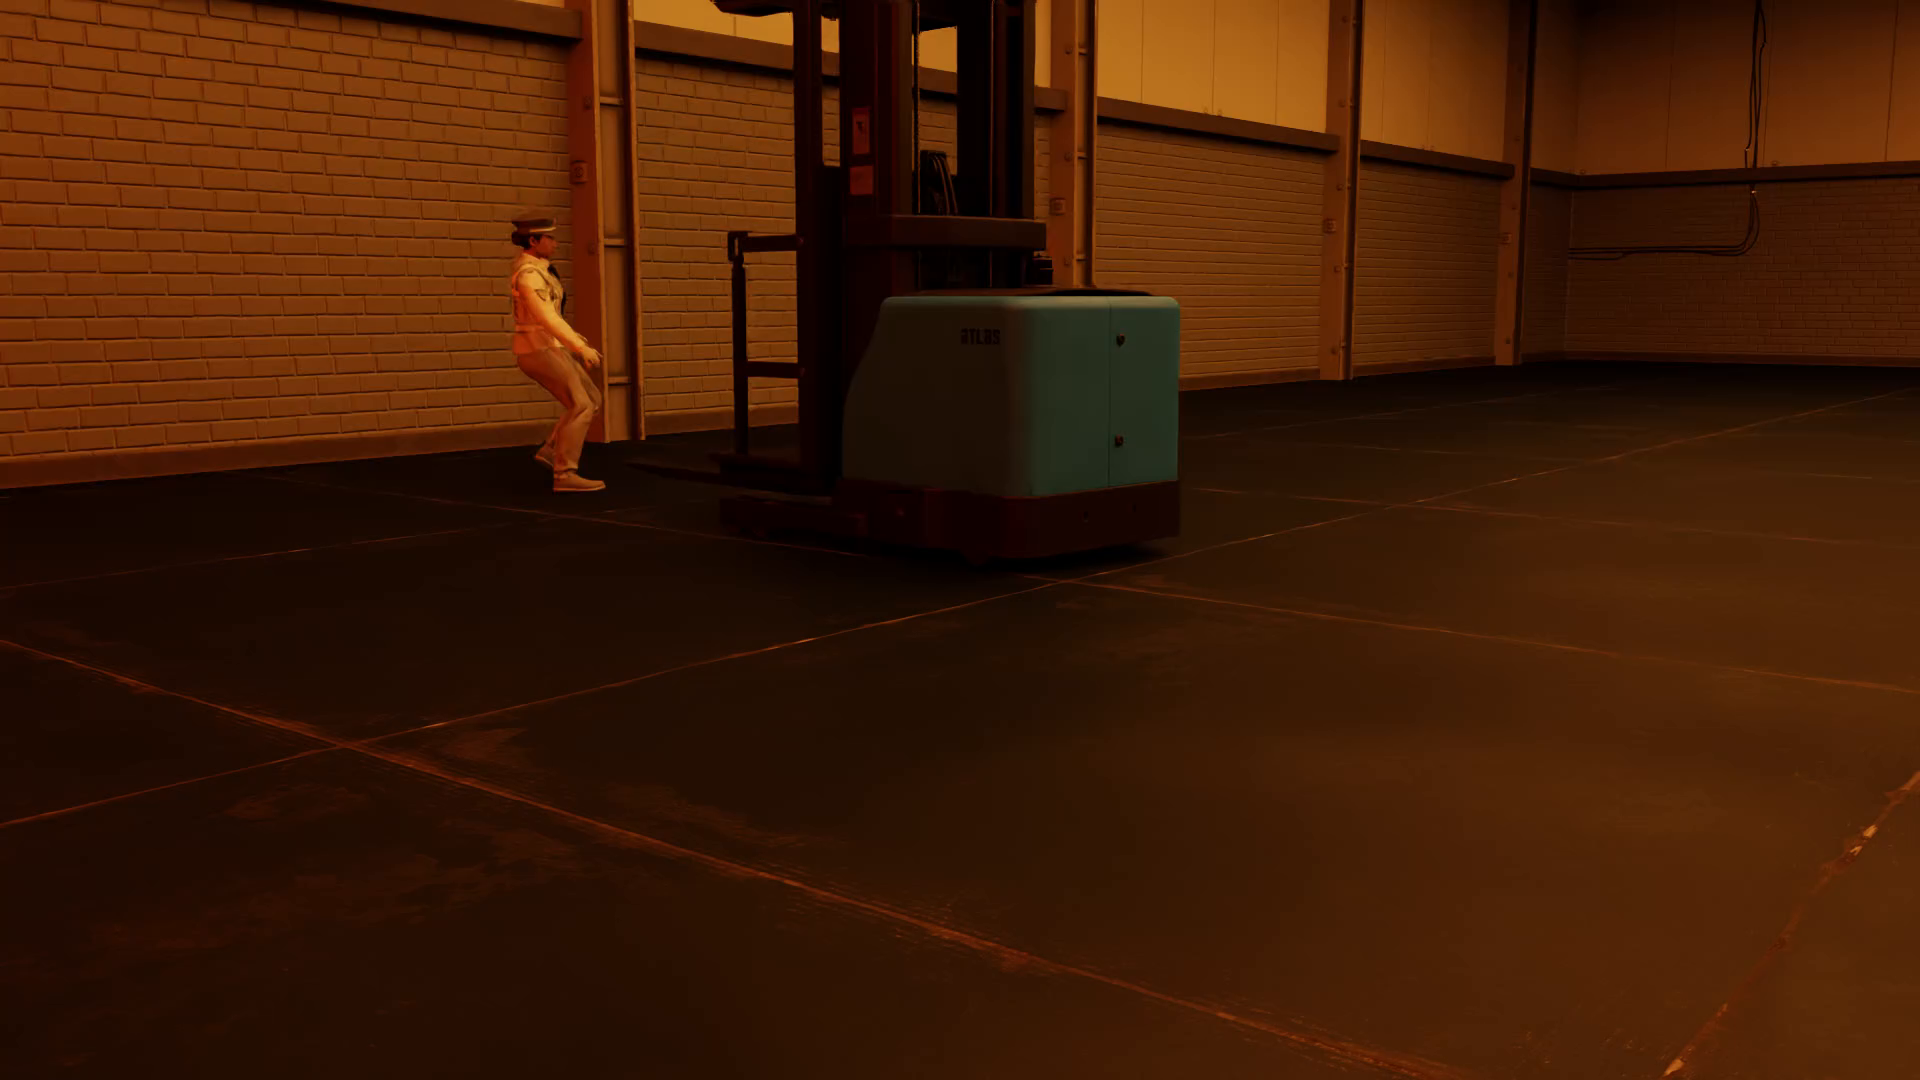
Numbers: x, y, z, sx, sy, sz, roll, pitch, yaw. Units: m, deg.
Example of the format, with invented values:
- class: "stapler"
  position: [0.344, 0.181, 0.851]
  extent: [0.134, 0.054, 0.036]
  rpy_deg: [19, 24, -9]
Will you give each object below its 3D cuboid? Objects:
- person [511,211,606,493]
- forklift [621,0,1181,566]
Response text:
- class: "person"
  position: [-2.253, -1.060, 9.325]
  extent: [0.506, 1.532, 0.779]
  rpy_deg: [-2, 8, -11]
- class: "forklift"
  position: [-0.458, -1.508, 7.587]
  extent: [1.130, 2.935, 3.031]
  rpy_deg: [-8, 12, -44]
